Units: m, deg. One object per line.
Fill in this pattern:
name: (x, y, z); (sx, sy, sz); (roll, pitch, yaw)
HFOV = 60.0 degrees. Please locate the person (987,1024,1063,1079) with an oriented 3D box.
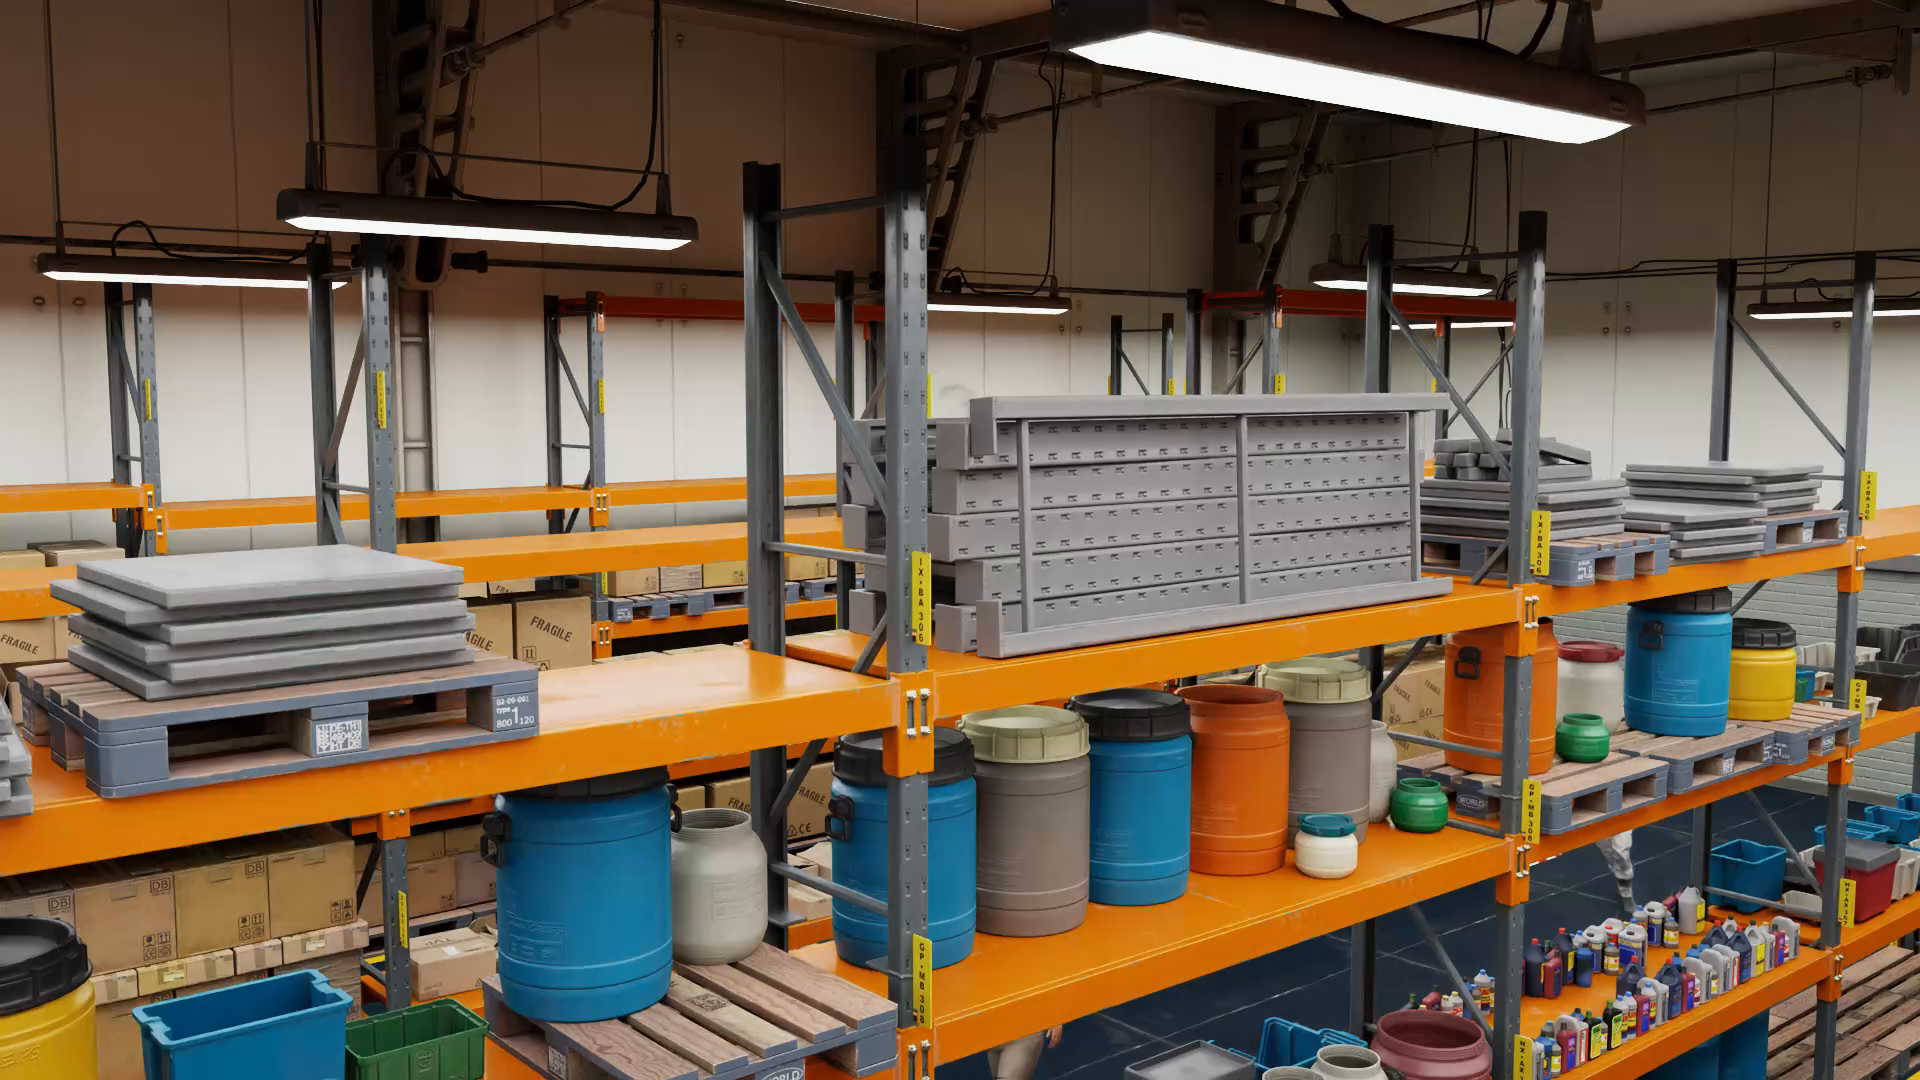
person: (0.339, 3.279, 10.774); (0.652, 1.811, 0.832); (5, 8, 44)

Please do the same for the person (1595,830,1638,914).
person: (6.373, 2.729, 16.422); (0.711, 1.823, 0.703); (3, 6, 27)
